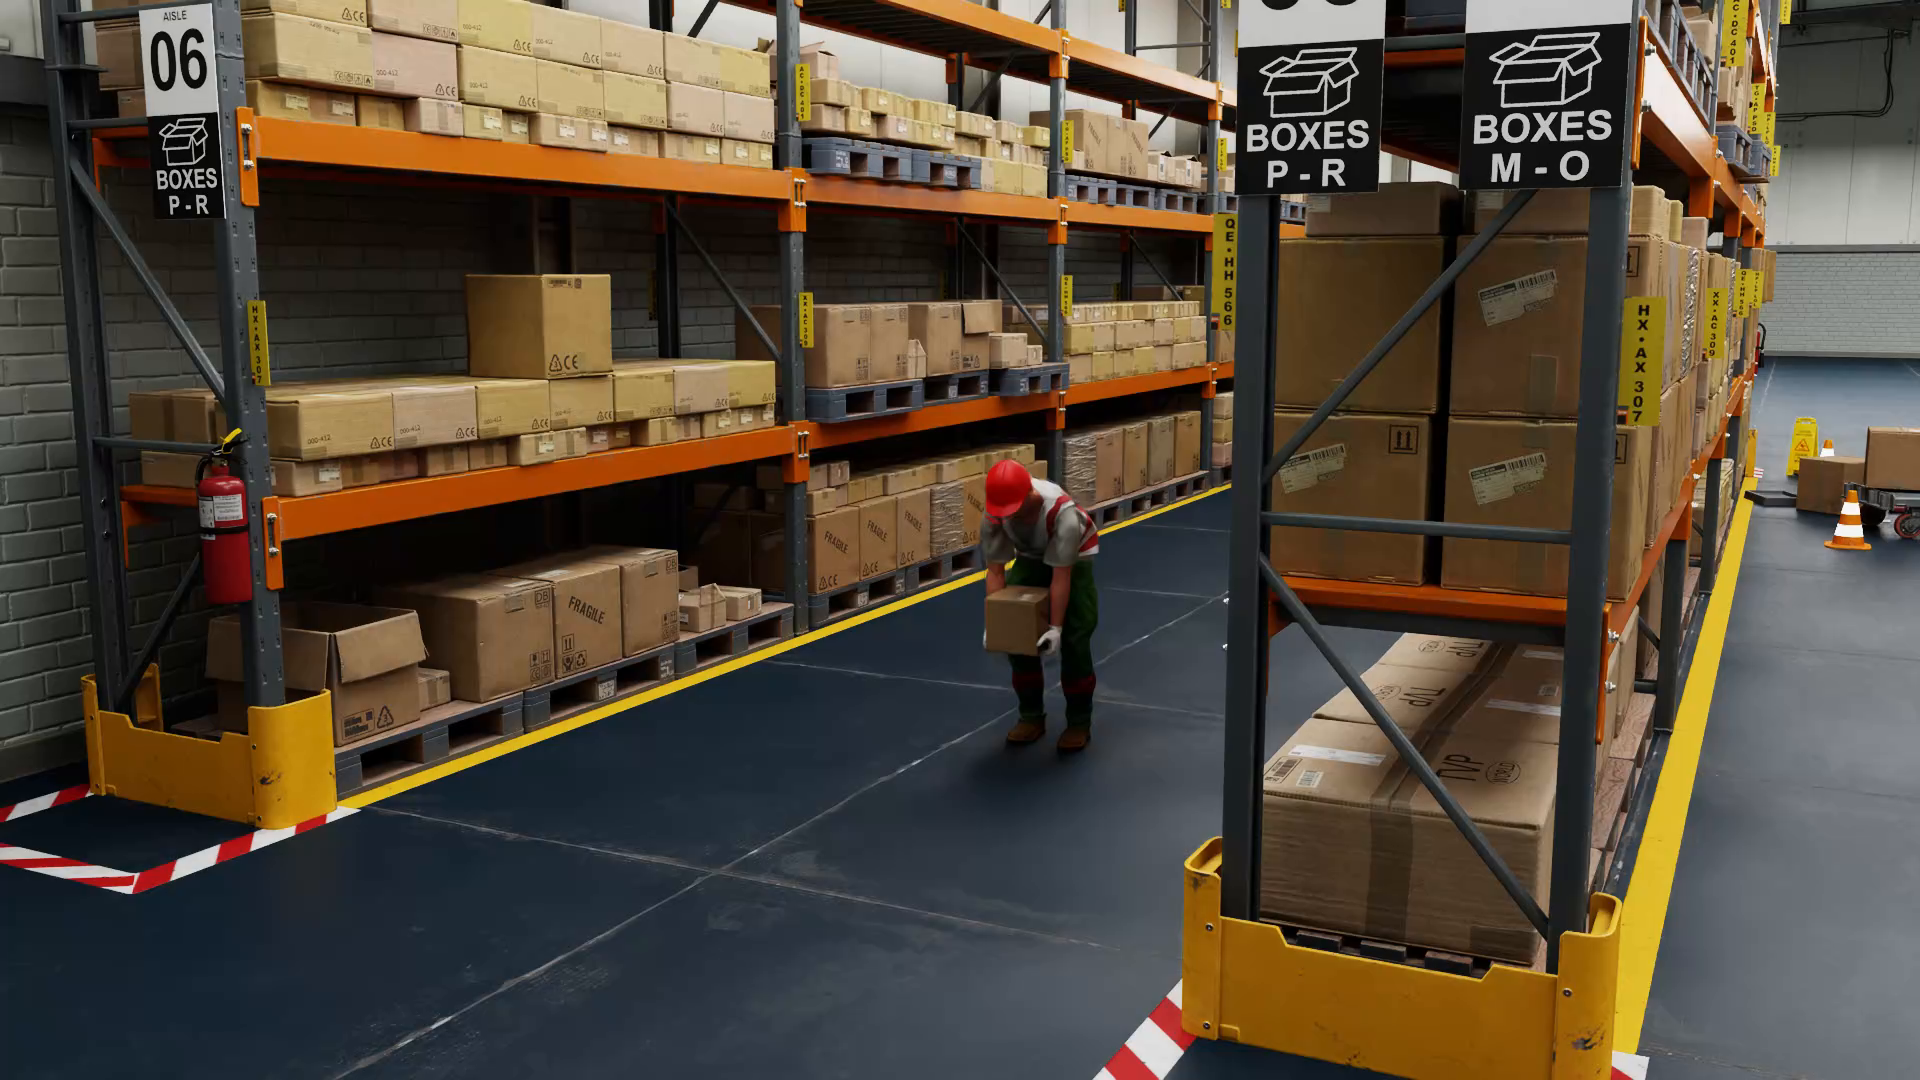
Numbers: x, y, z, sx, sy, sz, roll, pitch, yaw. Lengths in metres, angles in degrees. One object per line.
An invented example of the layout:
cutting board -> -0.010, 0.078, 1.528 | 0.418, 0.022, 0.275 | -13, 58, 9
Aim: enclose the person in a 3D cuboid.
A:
person -> 0.452, 0.081, 7.805 | 0.609, 1.777, 0.453 | 4, 10, 23
